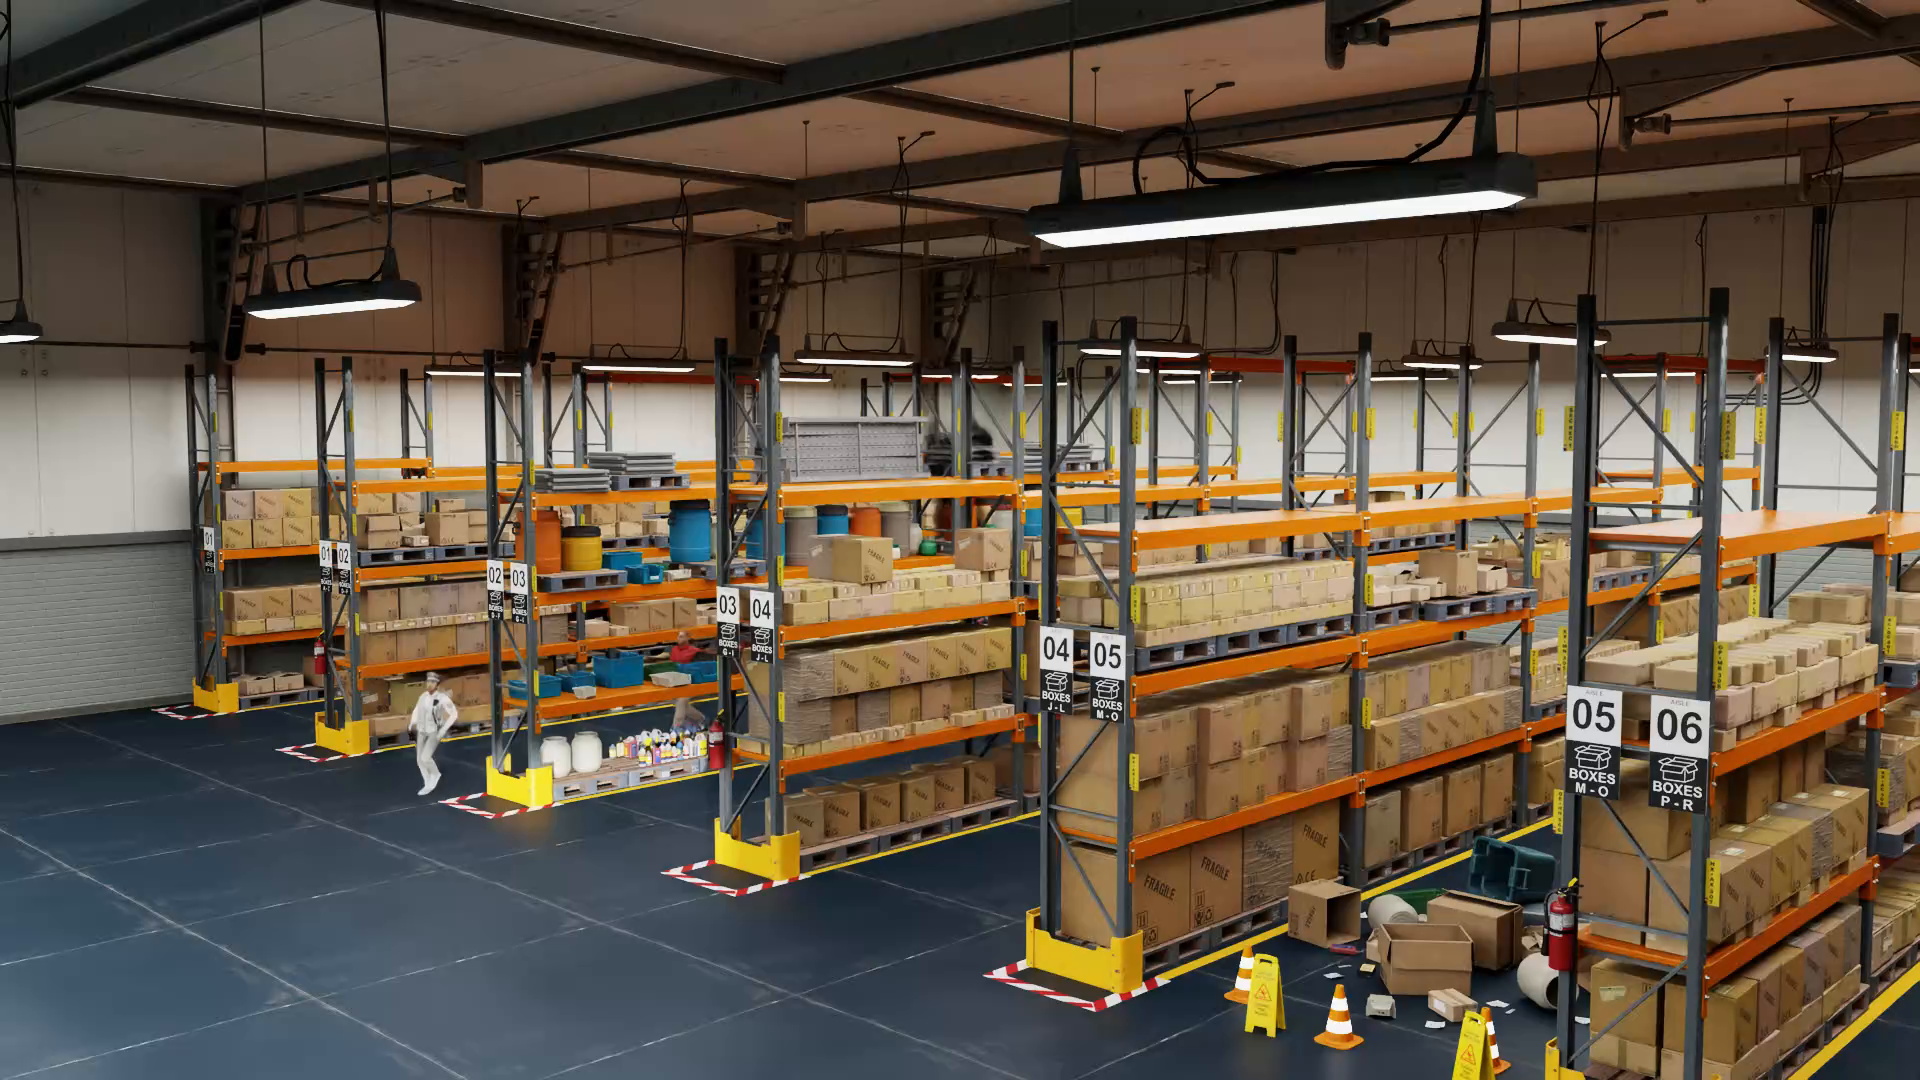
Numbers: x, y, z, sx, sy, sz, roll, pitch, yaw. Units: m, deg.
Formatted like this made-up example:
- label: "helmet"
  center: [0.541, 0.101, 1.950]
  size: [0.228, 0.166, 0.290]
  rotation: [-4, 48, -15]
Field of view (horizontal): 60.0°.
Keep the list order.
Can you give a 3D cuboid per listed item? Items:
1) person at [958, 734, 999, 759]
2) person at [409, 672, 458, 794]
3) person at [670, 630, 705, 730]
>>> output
- label: "person"
  center: [0.220, 2.425, 23.892]
  size: [0.700, 1.754, 0.989]
  rotation: [3, 5, 35]
- label: "person"
  center: [-7.177, 2.619, 22.481]
  size: [0.644, 1.672, 0.489]
  rotation: [2, 5, 20]
- label: "person"
  center: [-4.360, 2.266, 26.186]
  size: [0.665, 1.699, 1.010]
  rotation: [3, 6, 38]
